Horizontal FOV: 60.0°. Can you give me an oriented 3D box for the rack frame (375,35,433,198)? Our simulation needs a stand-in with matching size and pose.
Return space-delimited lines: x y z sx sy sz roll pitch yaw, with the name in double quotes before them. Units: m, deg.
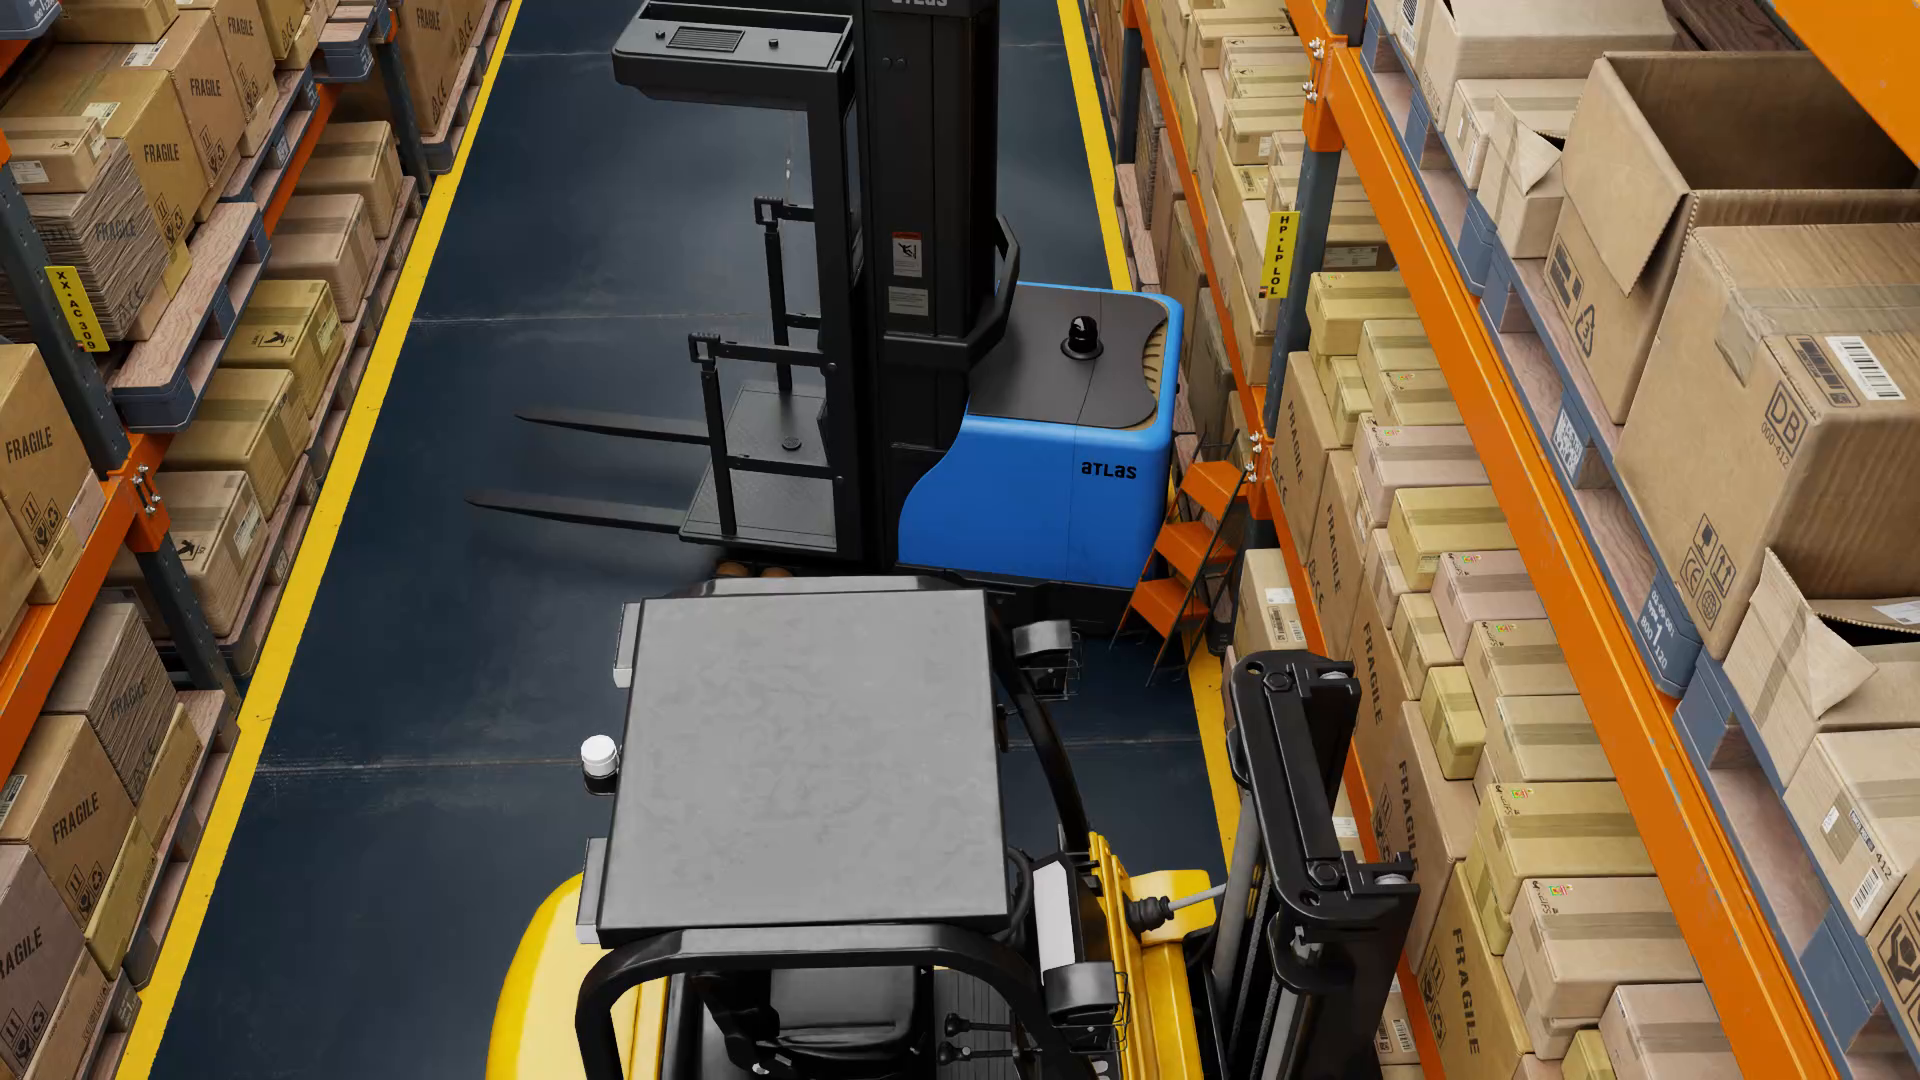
"rack frame" -3.552 -3.100 8.562 1.000 3.000 0.127 -2 43 -2

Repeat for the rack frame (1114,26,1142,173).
"rack frame" 1.407 -3.245 8.720 1.000 3.000 0.127 -2 43 -2

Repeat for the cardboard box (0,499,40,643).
"cardboard box" -3.086 0.094 4.783 0.500 0.500 0.500 0 43 0

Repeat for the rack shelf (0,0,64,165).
"rack shelf" -3.467 -2.591 6.319 1.077 0.370 4.000 -2 43 -2

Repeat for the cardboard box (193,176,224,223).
"cardboard box" -3.149 -1.377 6.557 0.380 0.149 0.250 -1 43 -1

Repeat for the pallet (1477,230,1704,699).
"pallet" 1.688 -0.221 3.267 1.003 0.211 1.213 -2 43 -2

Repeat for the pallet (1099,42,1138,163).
"pallet" 1.413 -2.722 10.214 1.003 0.211 1.213 -2 43 -2

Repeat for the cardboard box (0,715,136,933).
"cardboard box" -3.065 0.917 5.348 0.500 0.500 0.500 -1 43 -1

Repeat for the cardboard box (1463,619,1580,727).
"cardboard box" 1.457 0.328 4.047 0.380 0.149 0.250 -1 43 -2

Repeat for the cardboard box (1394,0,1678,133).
"cardboard box" 1.369 -1.241 3.995 0.500 0.311 0.500 -1 43 -1

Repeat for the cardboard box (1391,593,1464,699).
"cardboard box" 1.353 0.267 4.335 0.380 0.149 0.250 -3 43 -3

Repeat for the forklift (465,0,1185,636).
"forklift" -0.617 -1.148 6.483 3.031 2.935 1.130 6 43 7

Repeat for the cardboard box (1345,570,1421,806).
"cardboard box" 1.396 0.418 4.649 0.500 0.500 0.500 -2 43 -2

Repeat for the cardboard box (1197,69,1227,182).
"cardboard box" 1.256 -1.690 6.765 0.500 0.250 0.500 -1 43 -1

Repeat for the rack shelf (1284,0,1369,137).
"rack shelf" 1.492 -2.736 6.477 1.077 0.370 4.000 -2 43 -2

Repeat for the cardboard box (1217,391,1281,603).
"cardboard box" 1.544 -0.176 6.819 0.875 0.625 0.625 0 43 0

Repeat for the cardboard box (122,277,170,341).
"cardboard box" -3.090 -0.844 5.976 0.380 0.149 0.250 -1 43 -1

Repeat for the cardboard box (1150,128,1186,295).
"cardboard box" 1.456 -1.662 8.440 0.875 0.625 0.625 0 43 0

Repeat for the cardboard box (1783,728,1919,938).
"cardboard box" 1.408 0.400 2.325 0.380 0.149 0.250 -3 43 -3

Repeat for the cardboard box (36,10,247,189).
"cardboard box" -3.144 -1.698 6.428 0.500 0.500 0.500 -2 43 -2

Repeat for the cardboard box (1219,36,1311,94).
"cardboard box" 1.257 -1.907 6.706 0.380 0.149 0.250 -1 43 -1

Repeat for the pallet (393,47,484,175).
"pallet" -3.510 -2.607 10.087 1.003 0.211 1.213 -2 43 -2

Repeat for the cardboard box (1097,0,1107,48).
"cardboard box" 1.139 -3.449 10.482 0.500 0.500 0.500 0 43 0

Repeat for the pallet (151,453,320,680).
"pallet" -3.416 0.102 7.132 1.003 0.211 1.213 -2 43 -2

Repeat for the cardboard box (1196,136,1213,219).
"cardboard box" 1.277 -1.498 6.925 0.500 0.250 0.500 -1 43 -2

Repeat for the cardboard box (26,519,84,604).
"cardboard box" -3.046 0.069 5.290 0.380 0.149 0.250 -1 43 -1

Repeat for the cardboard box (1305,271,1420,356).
"cardboard box" 1.294 -0.707 5.177 0.380 0.149 0.250 -1 43 -1

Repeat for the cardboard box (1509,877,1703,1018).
"cardboard box" 1.383 0.850 3.479 0.380 0.149 0.250 -1 43 -1

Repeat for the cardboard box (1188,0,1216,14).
"cardboard box" 1.192 -2.427 7.273 0.380 0.149 0.250 -1 43 -1

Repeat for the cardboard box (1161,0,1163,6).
"cardboard box" 1.202 -2.730 7.899 0.500 0.250 0.500 0 43 0

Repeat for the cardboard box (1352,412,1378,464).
"cardboard box" 1.379 -0.248 4.897 0.380 0.149 0.250 -2 43 -2

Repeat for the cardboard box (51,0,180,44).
"cardboard box" -3.198 -1.998 6.275 0.380 0.149 0.250 1 43 1

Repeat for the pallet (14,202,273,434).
"pallet" -3.269 -0.849 6.248 1.003 0.211 1.213 -2 43 -2

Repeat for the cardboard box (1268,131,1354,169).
"cardboard box" 1.354 -1.386 6.137 0.380 0.149 0.250 -2 43 -2

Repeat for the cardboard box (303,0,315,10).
"cardboard box" -3.222 -2.754 7.579 0.500 0.500 0.500 -2 43 -2

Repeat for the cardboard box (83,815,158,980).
"cardboard box" -3.056 1.209 5.584 0.500 0.250 0.500 -3 43 -3

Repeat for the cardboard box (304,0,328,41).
"cardboard box" -3.161 -2.430 7.706 0.380 0.149 0.250 -4 43 -4

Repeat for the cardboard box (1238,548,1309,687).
"cardboard box" 1.284 0.281 5.857 0.500 0.250 0.500 -2 43 -2

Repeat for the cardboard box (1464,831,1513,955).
"cardboard box" 1.373 0.788 3.766 0.380 0.149 0.250 -1 43 -1

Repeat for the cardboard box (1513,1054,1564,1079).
"cardboard box" 1.451 1.443 3.531 0.500 0.500 0.500 0 43 0

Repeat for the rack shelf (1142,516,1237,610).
"rack shelf" 0.907 0.088 6.529 0.215 0.259 0.240 -7 39 -38

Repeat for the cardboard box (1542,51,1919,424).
"cardboard box" 1.554 -0.562 3.112 0.797 0.503 0.637 0 43 0

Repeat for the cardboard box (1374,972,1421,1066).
"cardboard box" 1.343 1.317 4.728 0.500 0.250 0.500 -2 43 -3

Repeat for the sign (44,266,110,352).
"sign" -2.840 -0.740 5.346 0.100 0.325 0.005 -2 43 -2

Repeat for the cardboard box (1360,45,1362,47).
"cardboard box" 1.775 -1.927 6.728 0.380 0.149 0.250 -2 43 -2

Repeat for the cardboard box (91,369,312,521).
"cardboard box" -3.441 -0.425 7.278 0.950 0.372 0.625 1 43 1

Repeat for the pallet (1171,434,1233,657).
"pallet" 1.507 -0.013 7.258 1.003 0.211 1.213 -2 43 -2

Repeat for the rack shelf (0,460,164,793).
"rack shelf" -3.297 1.215 4.386 1.077 0.370 4.000 -2 43 -2

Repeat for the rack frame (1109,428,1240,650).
"rack frame" 0.843 0.010 6.598 0.200 1.050 0.008 -7 39 -38

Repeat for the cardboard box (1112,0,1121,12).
"cardboard box" 1.091 -3.227 9.760 0.380 0.149 0.250 -4 43 -4

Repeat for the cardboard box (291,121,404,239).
"cardboard box" -3.538 -1.905 8.892 0.950 0.372 0.625 -4 43 -5

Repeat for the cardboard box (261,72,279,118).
"cardboard box" -3.158 -1.904 7.132 0.380 0.149 0.250 -3 43 -3

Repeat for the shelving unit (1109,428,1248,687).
"shelving unit" 0.910 0.079 6.523 0.215 1.050 0.252 -7 39 -38

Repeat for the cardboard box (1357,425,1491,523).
"cardboard box" 1.324 -0.184 4.606 0.380 0.149 0.250 -1 43 -1

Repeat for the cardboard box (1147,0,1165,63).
"cardboard box" 1.198 -2.544 8.066 0.500 0.250 0.500 -2 43 -3
